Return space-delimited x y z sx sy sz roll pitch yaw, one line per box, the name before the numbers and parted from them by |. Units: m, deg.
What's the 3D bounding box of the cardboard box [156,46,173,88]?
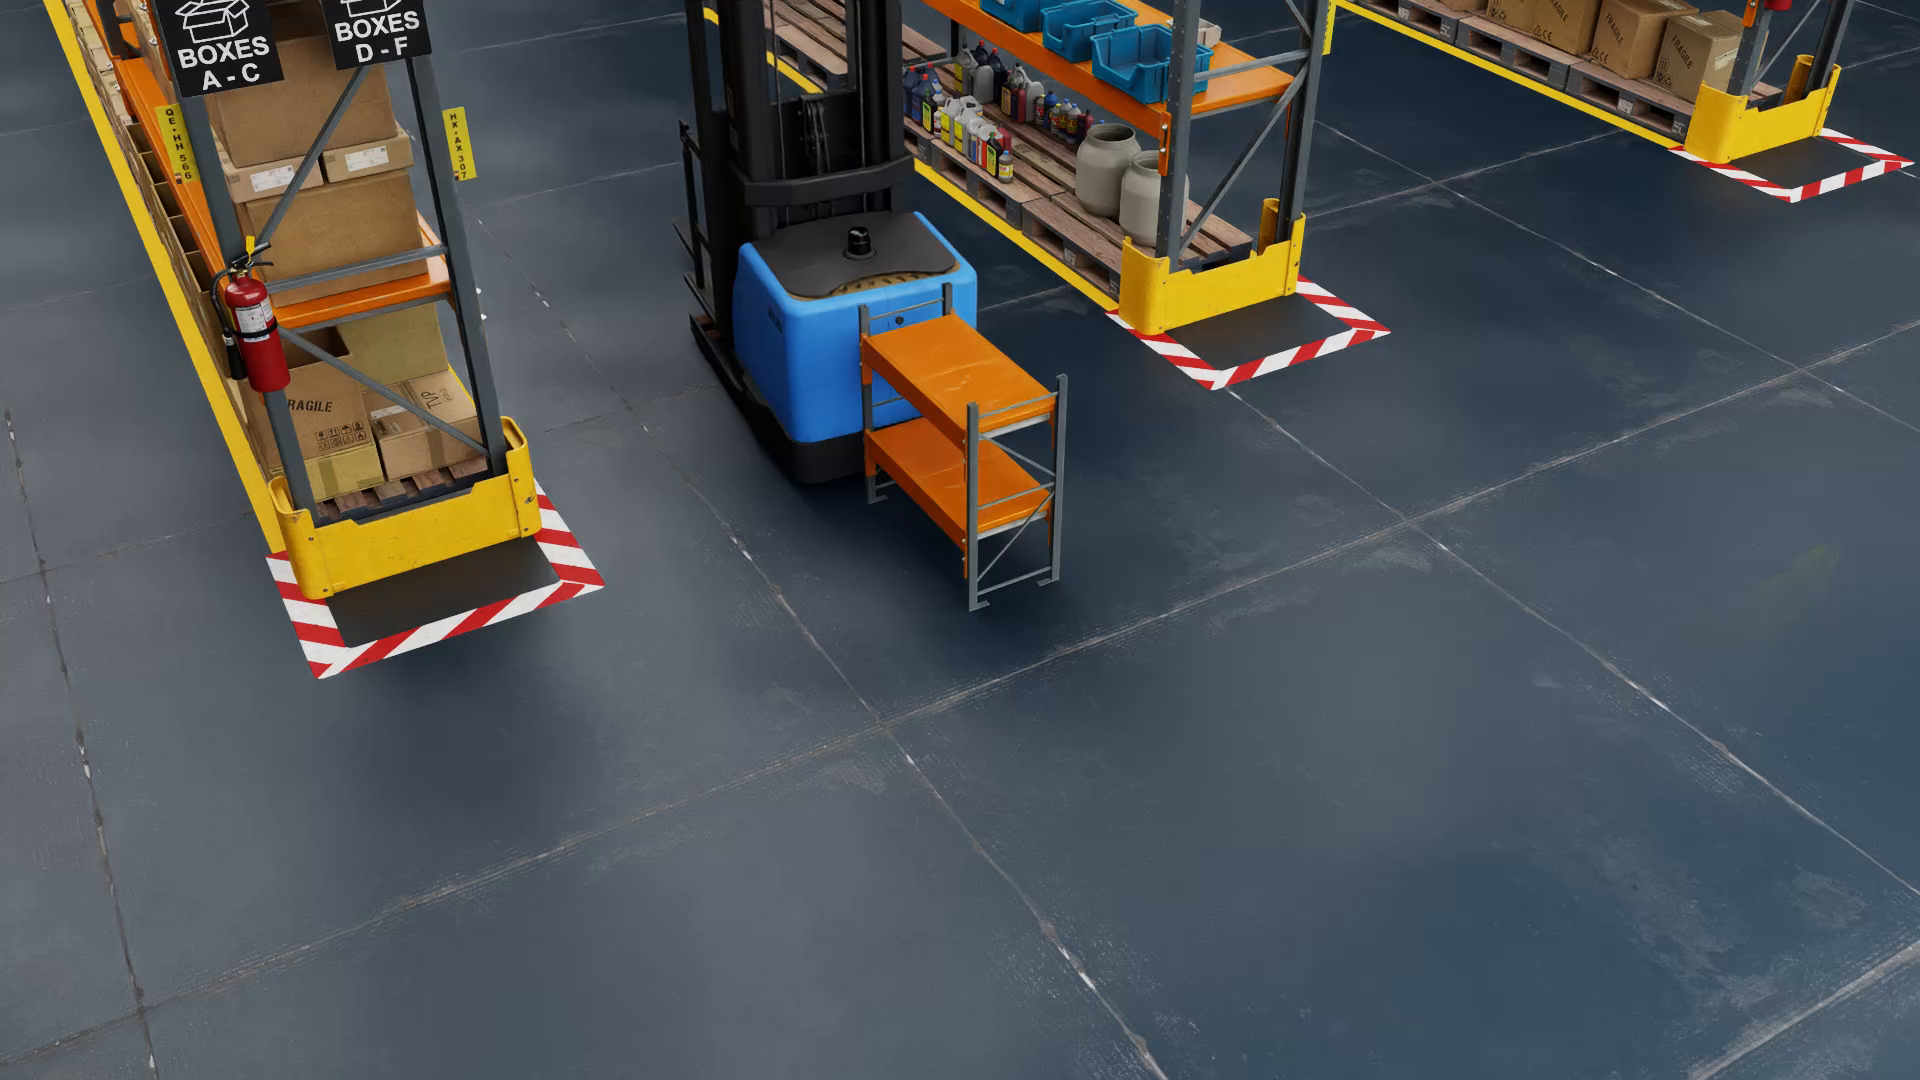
cardboard box | -3.813 -2.418 8.382 0.380 0.149 0.250 -19 40 -25

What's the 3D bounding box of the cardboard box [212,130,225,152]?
cardboard box | -3.165 -1.761 7.482 0.380 0.149 0.250 -18 40 -23

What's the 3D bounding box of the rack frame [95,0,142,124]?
rack frame | -4.685 -3.227 10.125 1.000 3.000 0.127 -19 40 -24

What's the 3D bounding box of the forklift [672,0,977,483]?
forklift | -0.946 -2.337 8.965 1.130 2.935 3.031 -14 38 -19

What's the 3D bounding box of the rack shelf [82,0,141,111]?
rack shelf | -5.690 -3.956 11.733 1.077 0.370 4.000 -19 40 -24

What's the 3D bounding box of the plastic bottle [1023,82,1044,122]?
plastic bottle | 0.510 -3.181 11.998 0.152 0.276 0.135 -18 40 -23

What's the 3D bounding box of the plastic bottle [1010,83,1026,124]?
plastic bottle | 0.418 -3.152 11.952 0.061 0.283 0.133 -19 40 -24

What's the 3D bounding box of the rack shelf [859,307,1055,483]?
rack shelf | -0.003 -0.694 7.750 0.538 0.278 1.000 -19 40 -24

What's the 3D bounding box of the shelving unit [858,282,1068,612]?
shelving unit | -0.003 -0.458 7.923 0.538 1.125 1.048 -19 40 -24

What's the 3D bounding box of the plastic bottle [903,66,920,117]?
plastic bottle | -0.353 -3.266 12.051 0.144 0.351 0.185 -18 40 -23

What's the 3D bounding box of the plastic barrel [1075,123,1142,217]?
plastic barrel | 0.961 -2.386 10.727 0.421 0.512 0.421 0 36 0

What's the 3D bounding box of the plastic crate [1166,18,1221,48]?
plastic crate | 1.438 -3.098 10.172 0.298 0.136 0.250 -19 40 -24

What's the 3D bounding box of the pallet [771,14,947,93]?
pallet | -0.828 -3.955 13.487 1.003 0.211 1.213 -19 40 -24

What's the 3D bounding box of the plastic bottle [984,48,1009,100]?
plastic bottle | 0.269 -3.460 12.316 0.144 0.351 0.185 -21 41 -26

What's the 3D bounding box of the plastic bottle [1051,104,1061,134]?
plastic bottle | 0.696 -2.993 11.805 0.097 0.201 0.097 0 36 0

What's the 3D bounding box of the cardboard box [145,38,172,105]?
cardboard box | -4.186 -2.775 9.422 0.700 0.500 0.500 -19 40 -24

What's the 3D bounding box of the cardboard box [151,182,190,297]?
cardboard box | -4.220 -1.749 9.441 0.500 0.500 0.500 -19 40 -24

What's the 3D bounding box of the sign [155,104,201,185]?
sign | -3.151 -1.596 6.710 0.100 0.325 0.005 -19 40 -24

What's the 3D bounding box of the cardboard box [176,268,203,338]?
cardboard box | -4.220 -1.446 9.662 0.500 0.250 0.500 -19 40 -24

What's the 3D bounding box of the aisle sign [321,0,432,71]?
aisle sign | -2.377 -2.294 6.643 0.394 0.787 0.004 -19 40 -24

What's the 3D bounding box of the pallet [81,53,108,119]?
pallet | -6.315 -3.709 13.149 1.003 0.211 1.213 -19 40 -24

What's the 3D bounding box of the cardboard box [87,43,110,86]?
cardboard box | -5.901 -3.410 11.875 0.500 0.311 0.500 -19 40 -24

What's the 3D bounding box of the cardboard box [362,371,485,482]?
cardboard box | -2.752 -0.585 8.483 0.500 0.250 0.500 -19 40 -24

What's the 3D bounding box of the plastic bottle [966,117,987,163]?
plastic bottle | 0.135 -2.744 11.401 0.152 0.276 0.135 -20 41 -25

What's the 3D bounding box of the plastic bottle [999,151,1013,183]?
plastic bottle | 0.308 -2.507 11.139 0.097 0.201 0.097 0 36 0

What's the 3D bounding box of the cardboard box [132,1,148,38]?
cardboard box | -4.203 -2.814 8.925 0.380 0.149 0.250 -20 41 -25

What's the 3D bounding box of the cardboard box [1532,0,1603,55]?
cardboard box | 4.965 -4.223 13.253 0.500 0.500 0.500 -15 39 -20

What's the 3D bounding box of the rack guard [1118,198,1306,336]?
rack guard | 1.531 -1.668 10.110 1.175 0.500 0.348 -19 40 -24

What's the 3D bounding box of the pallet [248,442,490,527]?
pallet | -3.096 -0.438 8.671 1.003 0.211 1.213 -19 40 -24

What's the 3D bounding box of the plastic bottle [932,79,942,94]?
plastic bottle | -0.176 -3.196 12.022 0.097 0.271 0.097 0 36 0

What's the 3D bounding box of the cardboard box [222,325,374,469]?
cardboard box | -3.202 -0.734 8.051 0.500 0.500 0.500 -19 40 -24

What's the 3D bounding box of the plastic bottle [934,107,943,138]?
plastic bottle | -0.137 -2.958 11.756 0.097 0.201 0.097 0 36 0

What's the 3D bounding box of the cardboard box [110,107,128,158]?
cardboard box | -5.654 -2.931 11.695 0.500 0.250 0.500 -18 40 -23

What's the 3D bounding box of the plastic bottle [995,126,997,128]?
plastic bottle | 0.234 -2.761 11.486 0.097 0.201 0.097 0 36 0

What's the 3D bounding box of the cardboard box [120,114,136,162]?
cardboard box | -5.136 -2.634 10.813 0.500 0.311 0.500 -19 40 -24

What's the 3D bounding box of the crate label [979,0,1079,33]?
crate label | 0.451 -3.525 10.504 0.502 0.435 0.616 -19 40 -24

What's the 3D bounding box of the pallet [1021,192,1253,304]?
pallet | 1.127 -1.967 10.764 1.003 0.211 1.213 -19 40 -24

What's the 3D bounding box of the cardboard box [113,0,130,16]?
cardboard box | -5.285 -3.566 10.704 0.396 0.266 0.258 -20 41 -25

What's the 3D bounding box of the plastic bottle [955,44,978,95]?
plastic bottle | 0.048 -3.515 12.392 0.144 0.351 0.185 -19 40 -24

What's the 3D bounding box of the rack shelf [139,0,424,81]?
rack shelf | -3.680 -3.127 8.056 1.077 0.370 4.000 -19 40 -24

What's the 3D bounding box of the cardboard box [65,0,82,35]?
cardboard box | -6.685 -4.198 12.954 0.500 0.311 0.500 -18 40 -22

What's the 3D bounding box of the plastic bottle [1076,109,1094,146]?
plastic bottle | 0.870 -2.871 11.568 0.061 0.283 0.133 -18 40 -23

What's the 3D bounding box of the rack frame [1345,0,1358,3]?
rack frame | 3.882 -6.160 14.141 1.000 3.000 0.127 -19 40 -24

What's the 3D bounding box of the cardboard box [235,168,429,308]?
cardboard box | -2.899 -1.469 7.633 0.700 0.500 0.500 -19 40 -24

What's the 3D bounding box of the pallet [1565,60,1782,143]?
pallet | 5.476 -3.458 12.805 1.003 0.211 1.213 -19 40 -24

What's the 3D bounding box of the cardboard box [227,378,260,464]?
cardboard box | -3.462 -0.683 8.618 0.500 0.250 0.500 -19 40 -24

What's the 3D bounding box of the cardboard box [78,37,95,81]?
cardboard box | -6.432 -3.715 12.769 0.500 0.250 0.500 -20 41 -25
